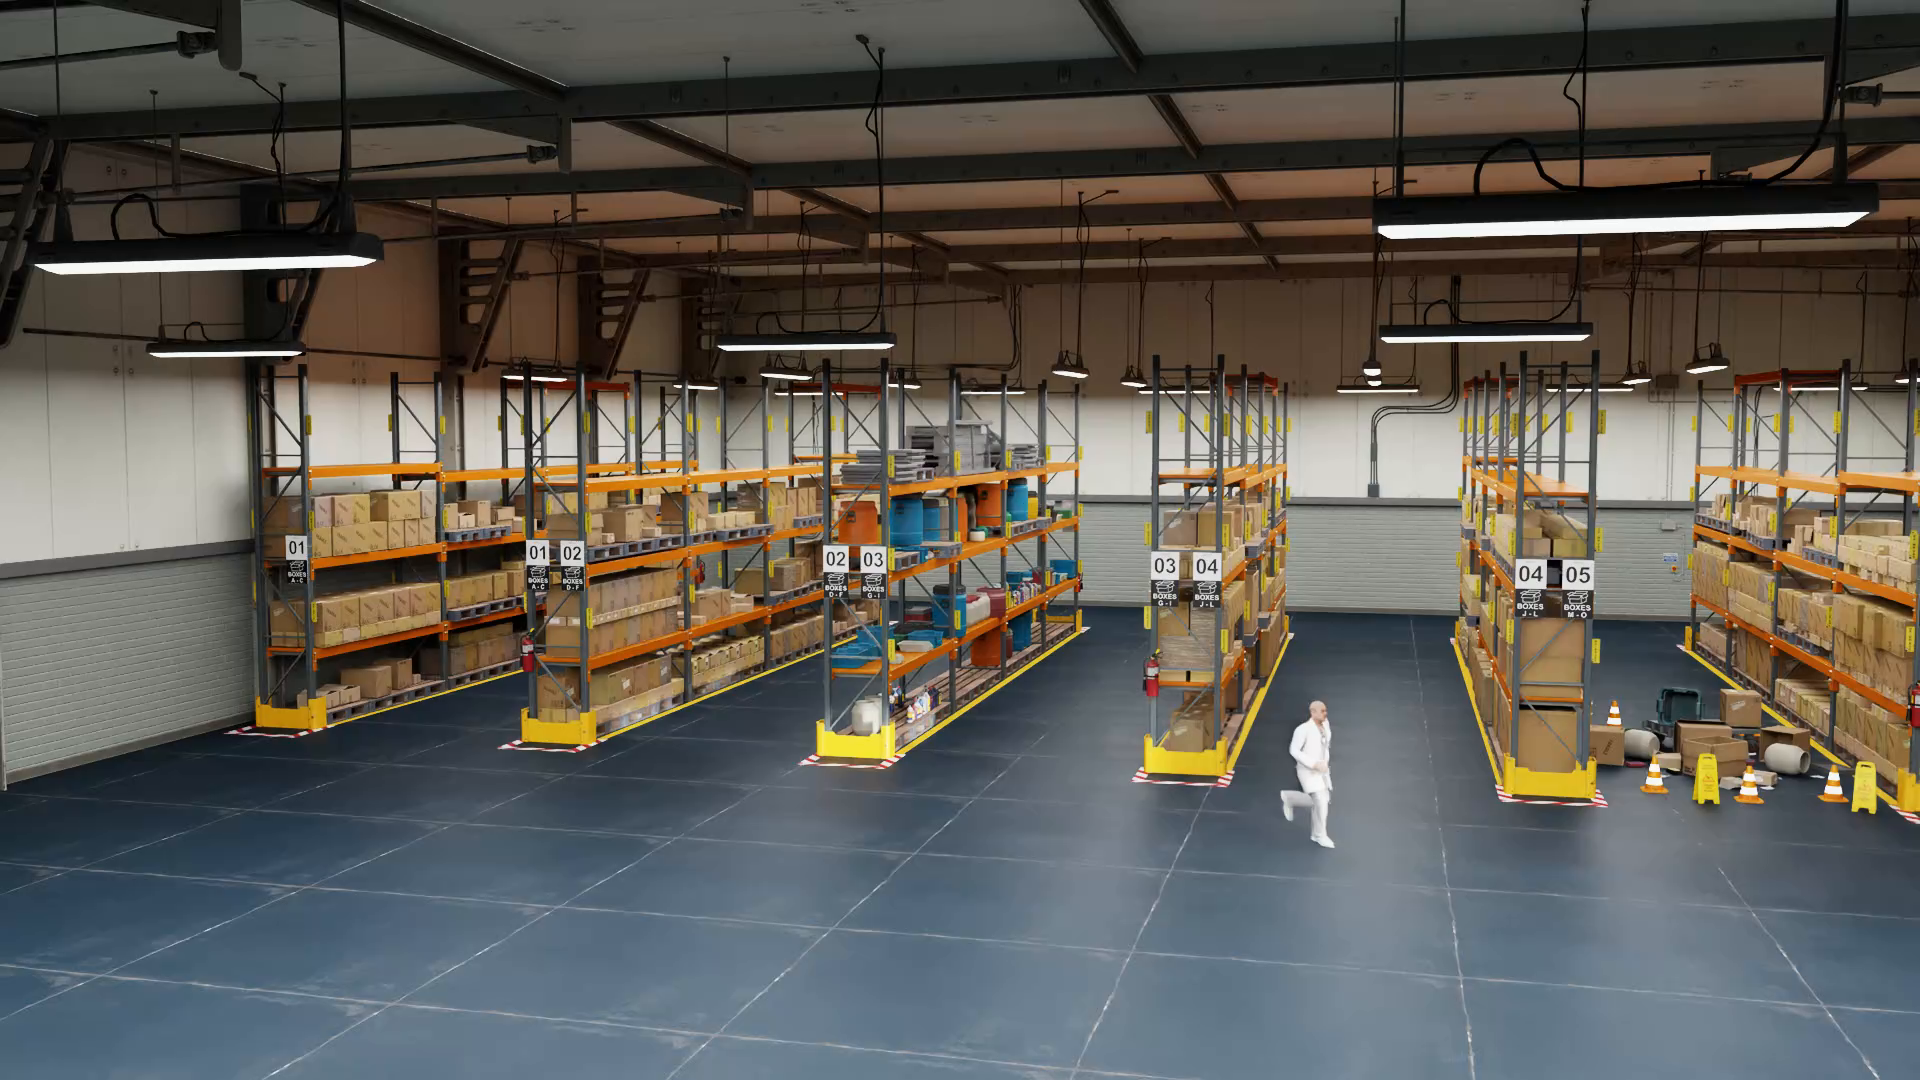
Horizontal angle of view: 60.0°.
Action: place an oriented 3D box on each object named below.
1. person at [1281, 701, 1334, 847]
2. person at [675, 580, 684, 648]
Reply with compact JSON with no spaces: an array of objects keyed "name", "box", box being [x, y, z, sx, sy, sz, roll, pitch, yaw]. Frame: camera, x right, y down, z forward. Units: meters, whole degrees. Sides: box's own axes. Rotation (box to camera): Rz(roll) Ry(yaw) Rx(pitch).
[{"name":"person","box":[4.171,2.829,19.989,0.738,1.654,0.775,-4,5,-43]},{"name":"person","box":[-5.874,1.746,34.643,0.640,1.847,0.795,1,4,16]}]
